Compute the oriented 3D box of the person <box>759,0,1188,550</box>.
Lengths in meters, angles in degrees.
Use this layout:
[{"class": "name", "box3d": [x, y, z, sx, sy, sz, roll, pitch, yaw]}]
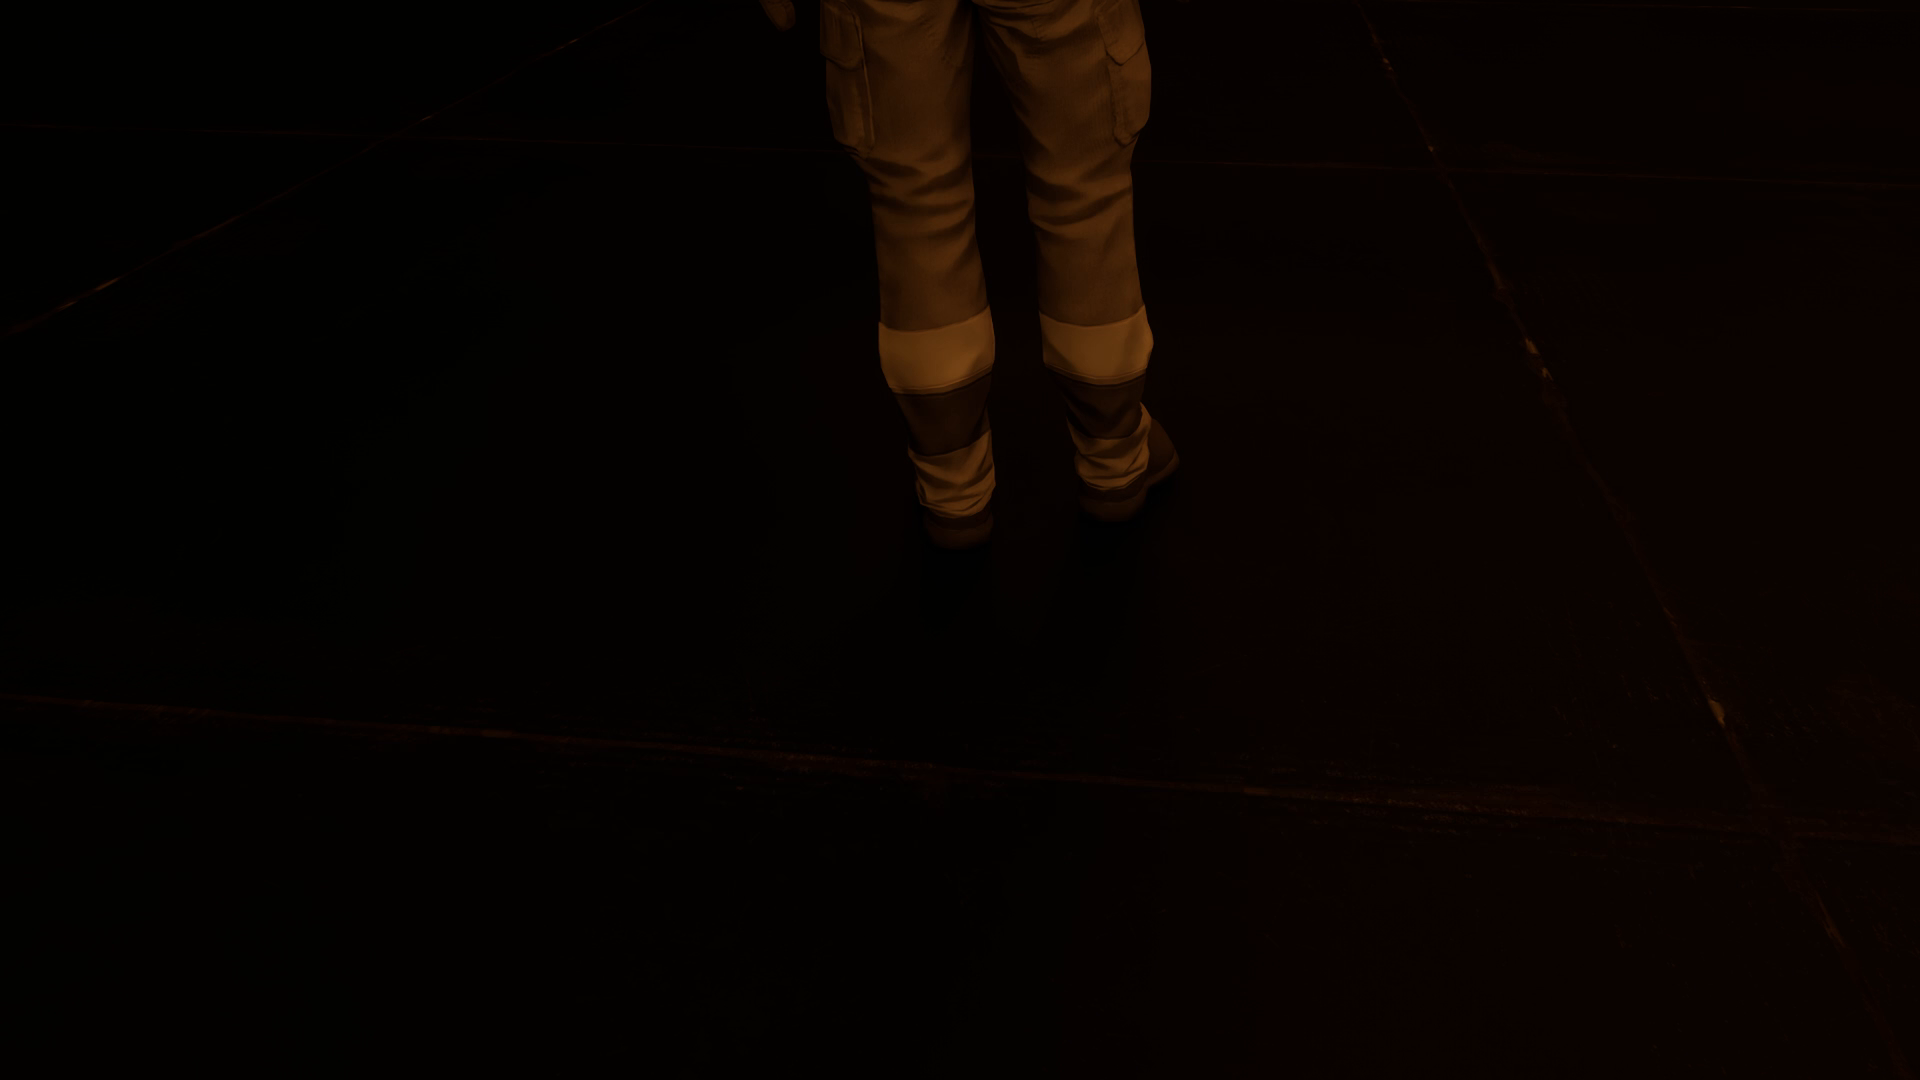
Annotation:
[{"class": "person", "box3d": [0.023, -0.842, 2.167, 0.637, 1.787, 0.564, 3, 27, 7]}]
